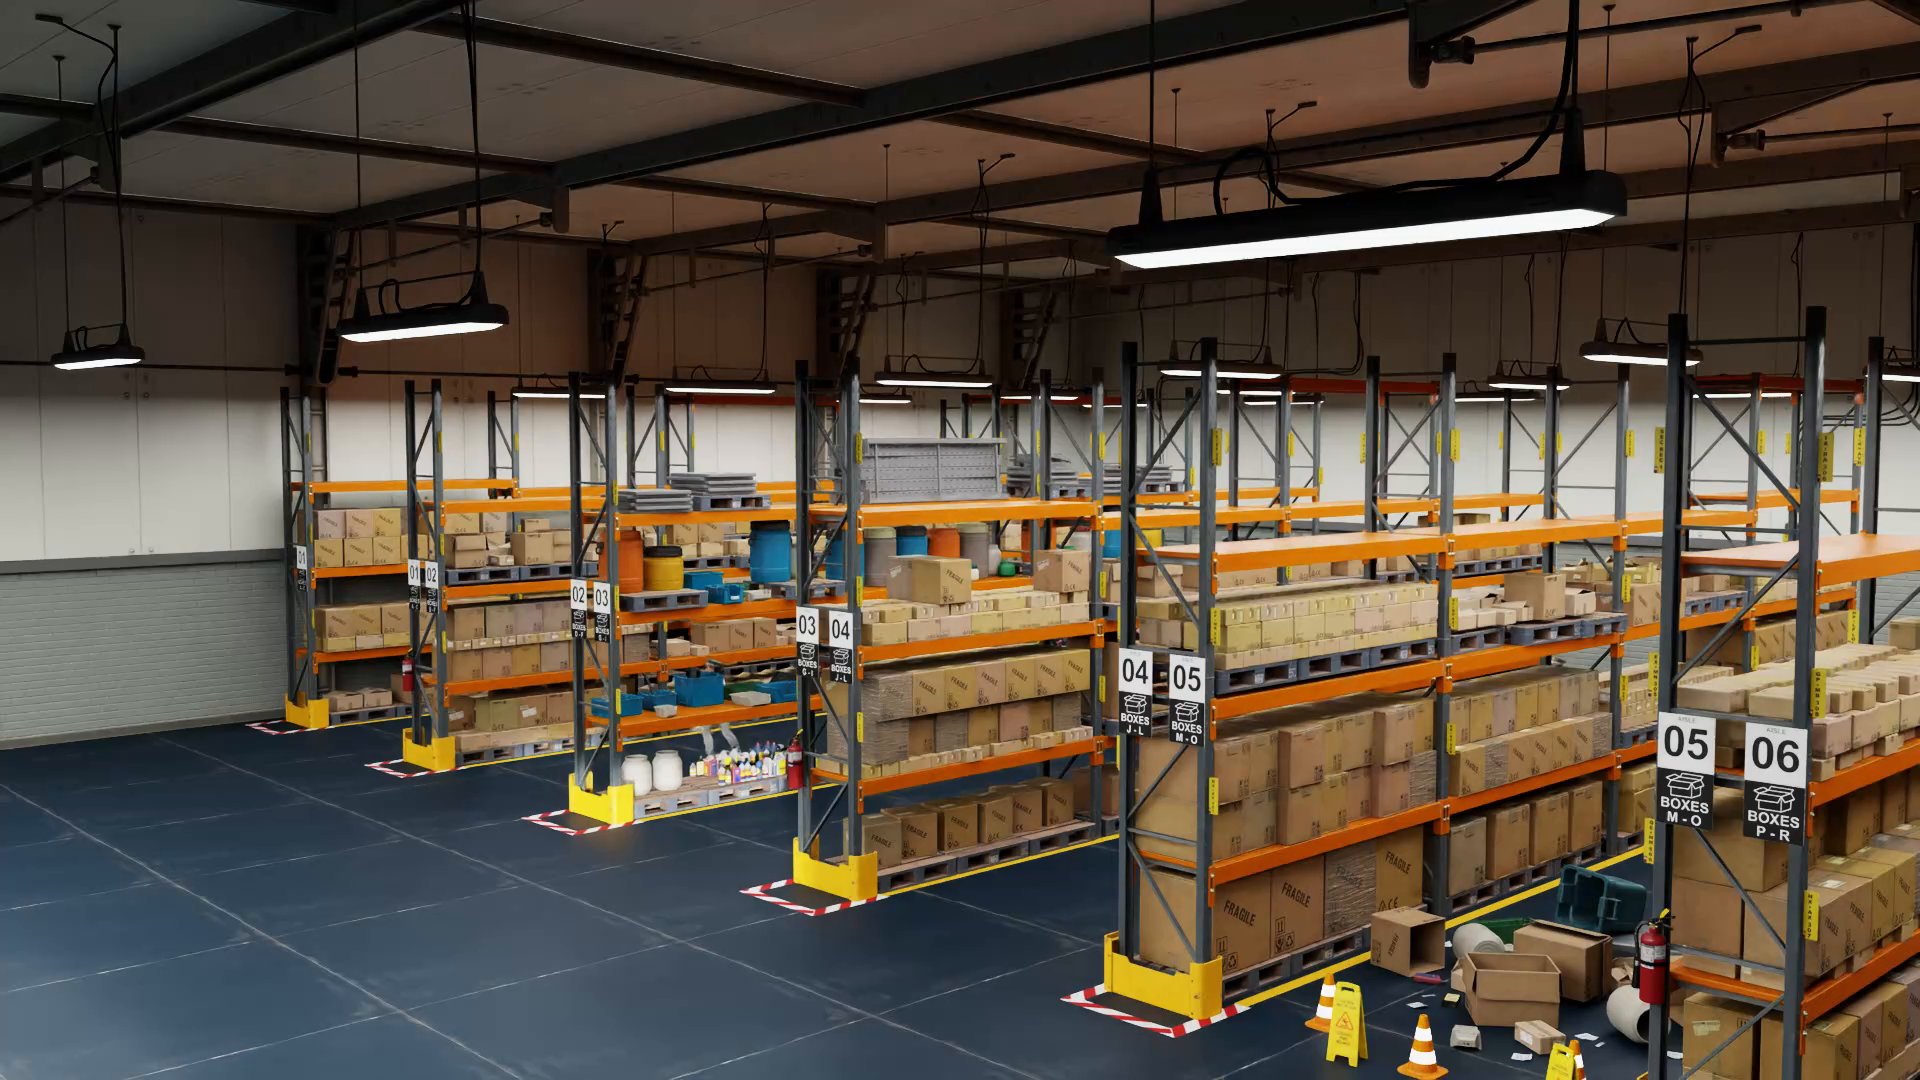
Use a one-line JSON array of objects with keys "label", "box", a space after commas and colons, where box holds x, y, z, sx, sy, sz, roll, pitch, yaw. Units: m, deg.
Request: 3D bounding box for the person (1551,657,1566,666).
[{"label": "person", "box": [9.358, 2.650, 26.225, 0.937, 1.637, 0.457, -3, 5, -38]}]

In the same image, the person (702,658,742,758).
[{"label": "person", "box": [-3.809, 2.722, 26.261, 0.754, 1.720, 0.574, -3, 4, -35]}]
